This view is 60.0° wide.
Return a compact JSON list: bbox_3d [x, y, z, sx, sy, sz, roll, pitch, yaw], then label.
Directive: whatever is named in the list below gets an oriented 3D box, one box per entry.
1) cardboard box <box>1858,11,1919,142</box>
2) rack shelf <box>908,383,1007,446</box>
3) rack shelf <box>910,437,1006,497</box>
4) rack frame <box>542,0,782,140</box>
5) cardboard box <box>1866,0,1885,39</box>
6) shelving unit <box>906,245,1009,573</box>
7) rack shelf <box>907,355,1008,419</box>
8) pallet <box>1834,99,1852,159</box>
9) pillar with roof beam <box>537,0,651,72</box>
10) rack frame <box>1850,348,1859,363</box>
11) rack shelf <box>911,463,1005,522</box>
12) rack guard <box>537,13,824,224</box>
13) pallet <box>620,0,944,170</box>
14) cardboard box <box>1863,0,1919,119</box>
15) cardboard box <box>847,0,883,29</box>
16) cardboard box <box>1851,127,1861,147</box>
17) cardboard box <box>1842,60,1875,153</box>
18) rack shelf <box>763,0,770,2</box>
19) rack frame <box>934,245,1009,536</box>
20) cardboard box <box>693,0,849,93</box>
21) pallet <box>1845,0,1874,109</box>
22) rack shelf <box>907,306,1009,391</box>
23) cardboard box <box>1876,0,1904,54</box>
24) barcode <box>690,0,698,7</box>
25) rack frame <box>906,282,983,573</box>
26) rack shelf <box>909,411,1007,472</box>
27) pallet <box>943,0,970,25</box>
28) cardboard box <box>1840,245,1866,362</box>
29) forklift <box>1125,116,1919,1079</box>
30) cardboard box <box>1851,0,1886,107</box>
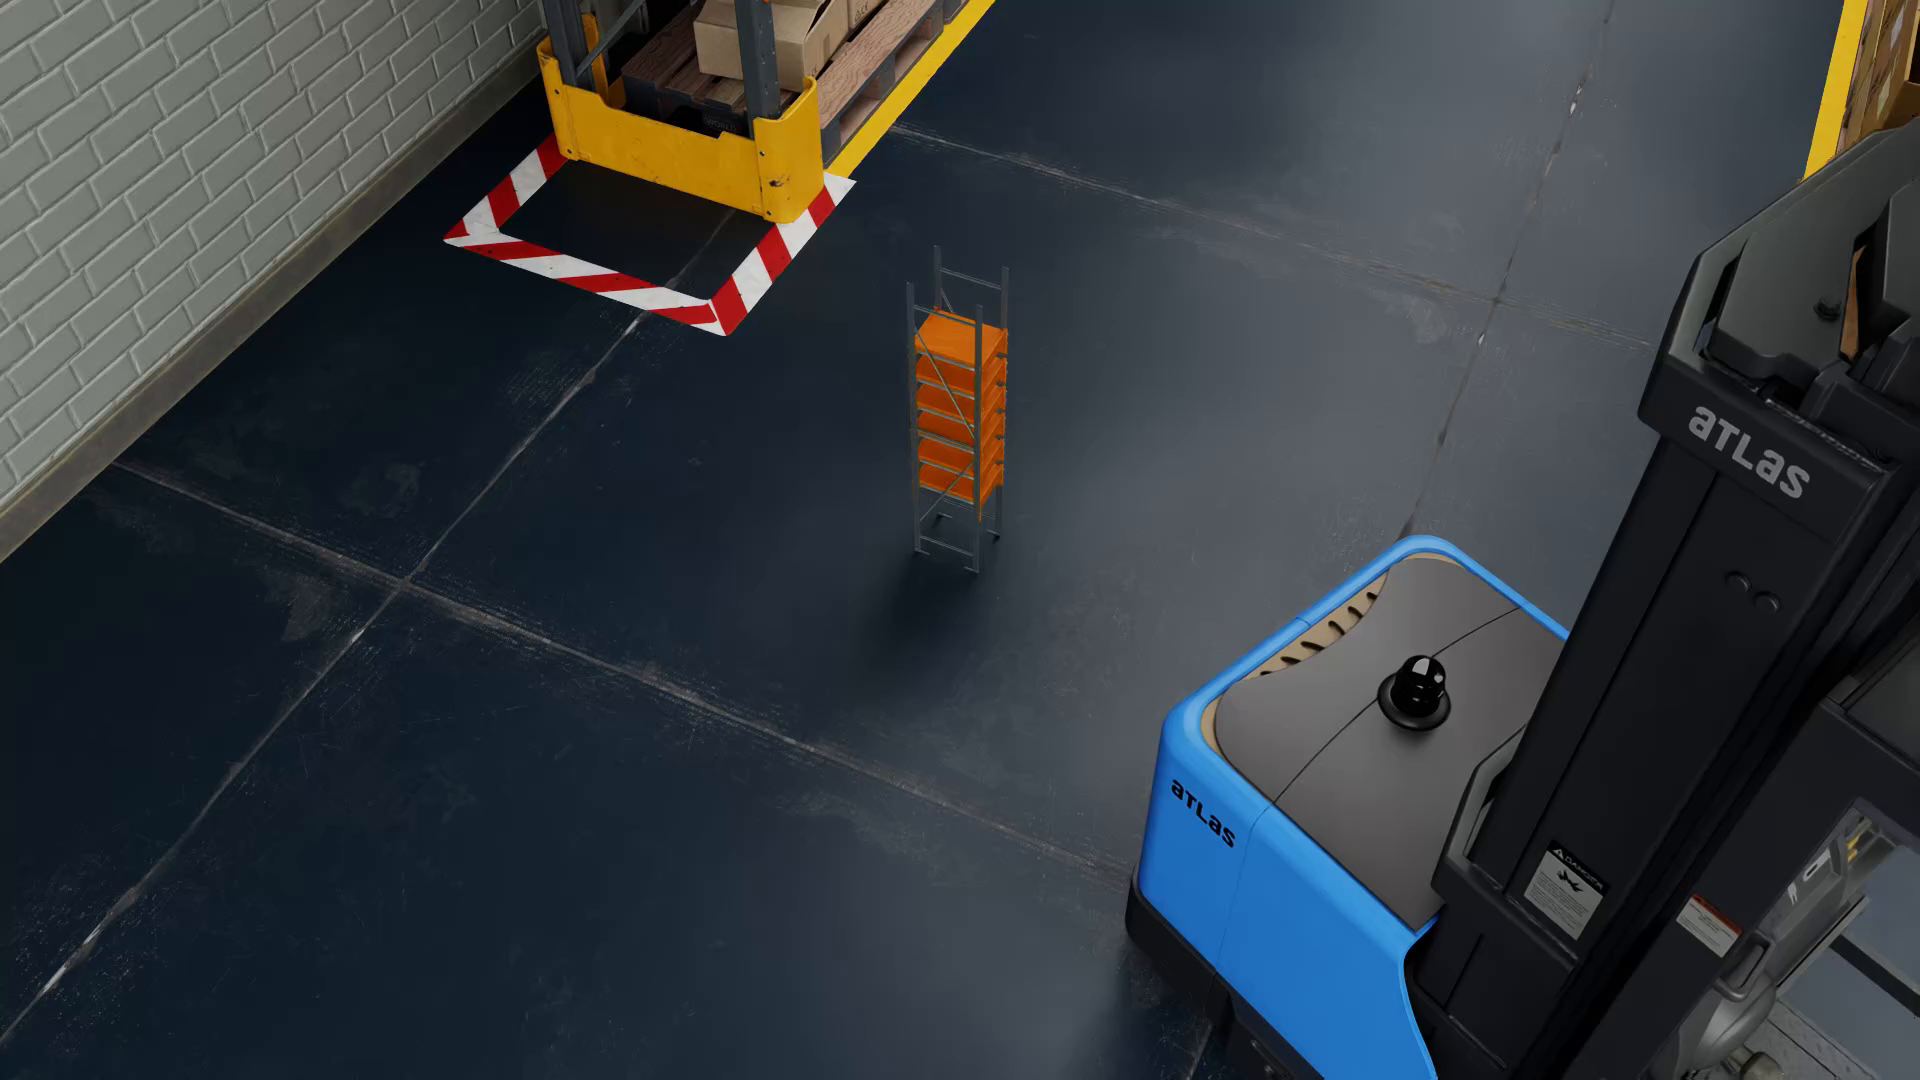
[{"bbox_3d":[3.669,-1.554,6.140,0.500,0.500,0.500,20,52,16],"label":"cardboard box"},{"bbox_3d":[-0.006,-0.428,5.227,0.258,0.103,0.180,20,52,16],"label":"rack shelf"},{"bbox_3d":[-0.006,-0.272,5.410,0.258,0.103,0.180,20,52,16],"label":"rack shelf"},{"bbox_3d":[-1.186,-2.516,5.921,1.000,3.000,0.127,20,52,16],"label":"rack frame"},{"bbox_3d":[4.313,-2.343,7.303,0.500,0.250,0.500,20,52,16],"label":"cardboard box"},{"bbox_3d":[-0.006,-0.379,5.285,0.258,1.200,0.189,20,52,16],"label":"shelving unit"},{"bbox_3d":[-0.006,-0.506,5.136,0.258,0.103,0.180,20,52,16],"label":"rack shelf"},{"bbox_3d":[4.106,-1.380,6.786,1.003,0.211,1.213,20,52,16],"label":"pallet"},{"bbox_3d":[2.223,-3.823,3.094,9.100,9.000,0.400,20,52,16],"label":"pillar with roof beam"},{"bbox_3d":[3.295,-0.906,4.552,1.000,3.000,0.127,20,52,16],"label":"rack frame"},{"bbox_3d":[-0.006,-0.195,5.501,0.258,0.103,0.180,20,52,16],"label":"rack shelf"},{"bbox_3d":[-1.153,-1.758,6.918,1.175,0.500,0.348,20,52,16],"label":"rack guard"},{"bbox_3d":[-0.774,-2.212,7.494,1.003,0.211,1.213,20,52,16],"label":"pallet"},{"bbox_3d":[3.883,-1.898,6.433,0.500,0.500,0.500,20,52,16],"label":"cardboard box"},{"bbox_3d":[-0.565,-2.627,7.492,0.500,0.311,0.500,24,54,19],"label":"cardboard box"},{"bbox_3d":[3.671,-1.310,6.425,0.500,0.250,0.500,20,52,16],"label":"cardboard box"},{"bbox_3d":[3.887,-1.654,6.717,0.500,0.250,0.500,20,52,16],"label":"cardboard box"},{"bbox_3d":[-0.331,-3.660,7.367,1.077,0.370,4.000,20,52,16],"label":"rack shelf"},{"bbox_3d":[0.033,-0.442,5.338,0.240,1.200,0.006,20,52,16],"label":"rack frame"},{"bbox_3d":[-0.809,-2.234,7.158,0.500,0.311,0.500,14,51,12],"label":"cardboard box"},{"bbox_3d":[4.626,-2.223,7.503,1.003,0.211,1.213,20,52,16],"label":"pallet"},{"bbox_3d":[-0.006,-0.583,5.044,0.258,0.103,0.180,20,52,16],"label":"rack shelf"},{"bbox_3d":[4.095,-2.243,6.726,0.500,0.500,0.500,20,52,16],"label":"cardboard box"},{"bbox_3d":[-1.163,-2.380,7.276,0.001,0.075,0.075,20,52,16],"label":"barcode"},{"bbox_3d":[-0.045,-0.316,5.231,0.240,1.200,0.006,20,52,16],"label":"rack frame"},{"bbox_3d":[-0.006,-0.350,5.318,0.258,0.103,0.180,20,52,16],"label":"rack shelf"},{"bbox_3d":[-0.252,-3.049,8.206,1.003,0.211,1.213,20,52,16],"label":"pallet"},{"bbox_3d":[3.255,-0.861,5.550,0.500,0.500,0.500,20,52,16],"label":"cardboard box"},{"bbox_3d":[1.796,0.806,3.140,1.130,2.935,3.031,-32,57,-24],"label":"forklift"},{"bbox_3d":[4.095,-2.000,7.012,0.500,0.250,0.500,20,52,16],"label":"cardboard box"}]
